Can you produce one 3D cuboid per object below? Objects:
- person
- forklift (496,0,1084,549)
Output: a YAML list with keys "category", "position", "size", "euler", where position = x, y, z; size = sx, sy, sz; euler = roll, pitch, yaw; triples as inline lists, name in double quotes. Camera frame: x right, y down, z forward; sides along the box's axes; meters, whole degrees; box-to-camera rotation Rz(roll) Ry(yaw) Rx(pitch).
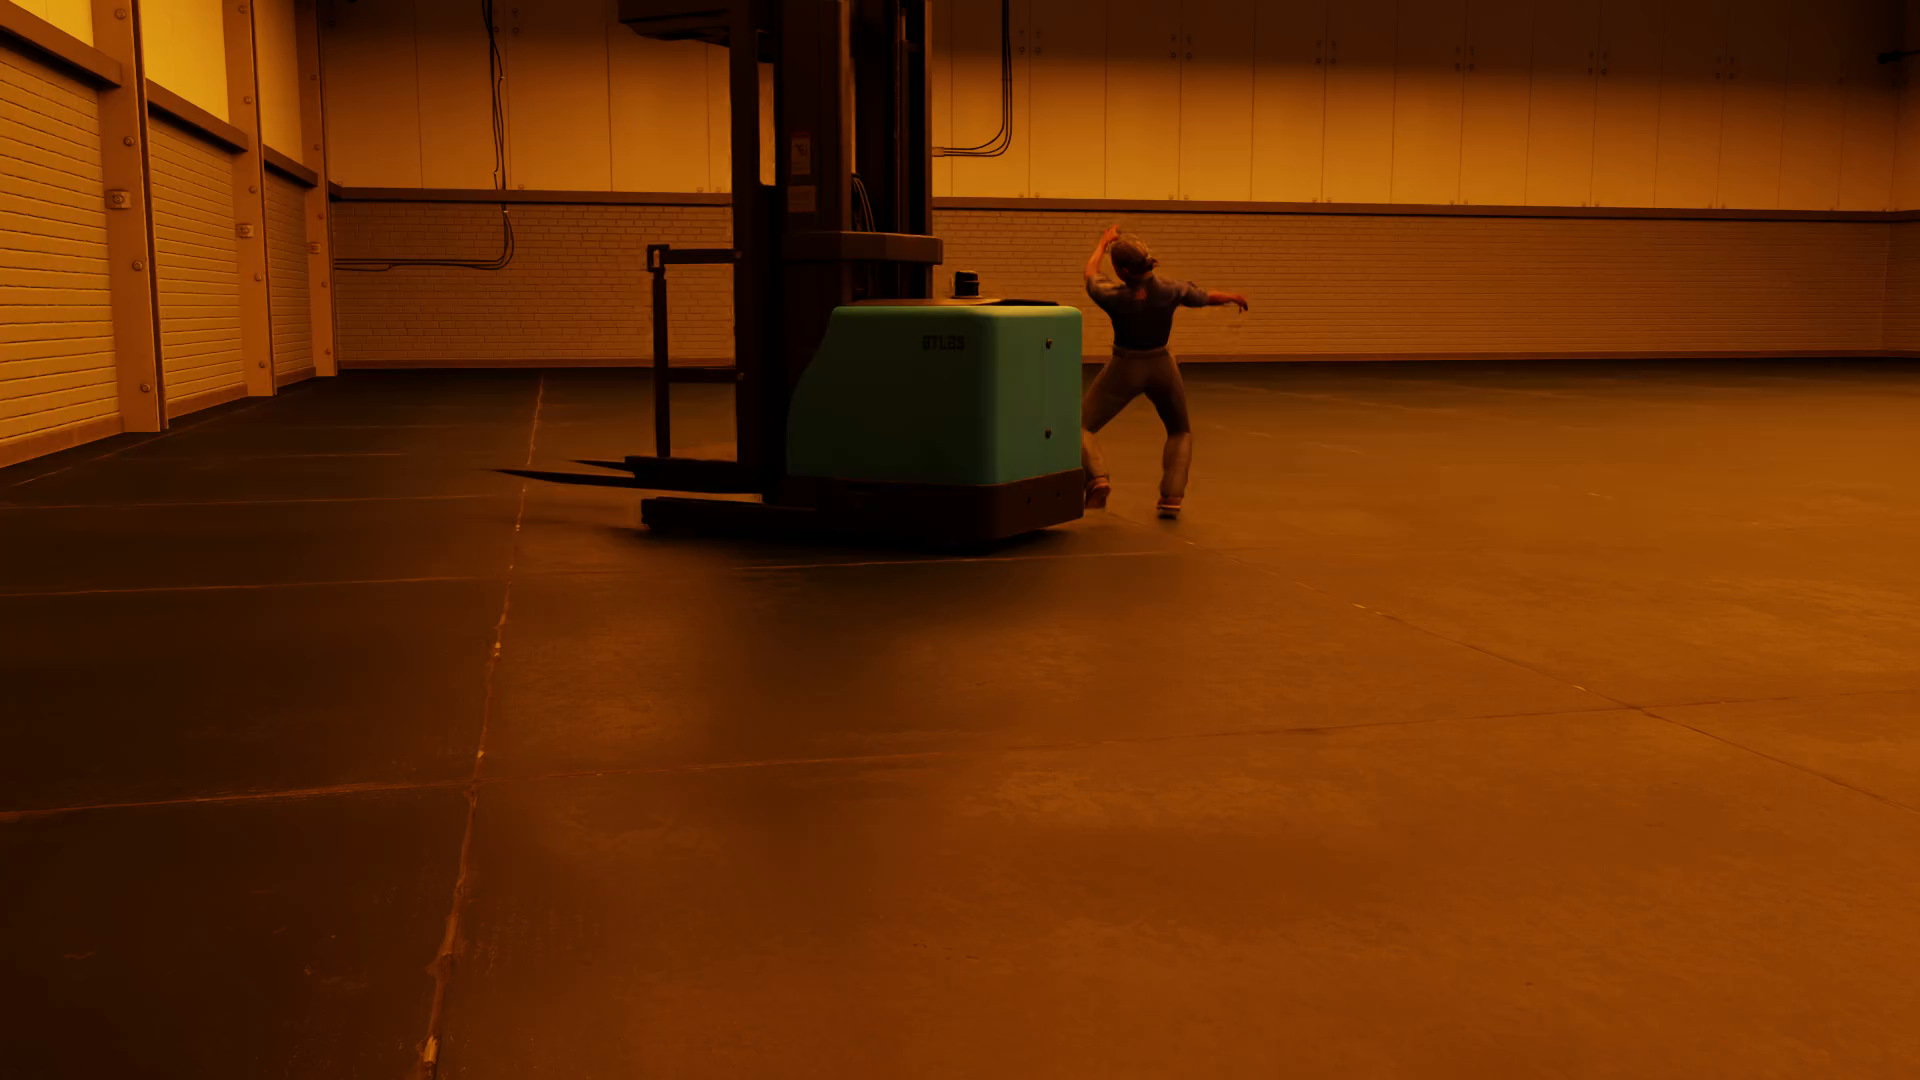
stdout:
- category: "person"
  position: [1.047, -0.872, 8.496]
  size: [1.015, 1.471, 0.686]
  euler: [-2, 8, -15]
- category: "forklift"
  position: [-0.947, -1.536, 8.106]
  size: [3.031, 2.935, 1.130]
  euler: [4, 9, 29]
